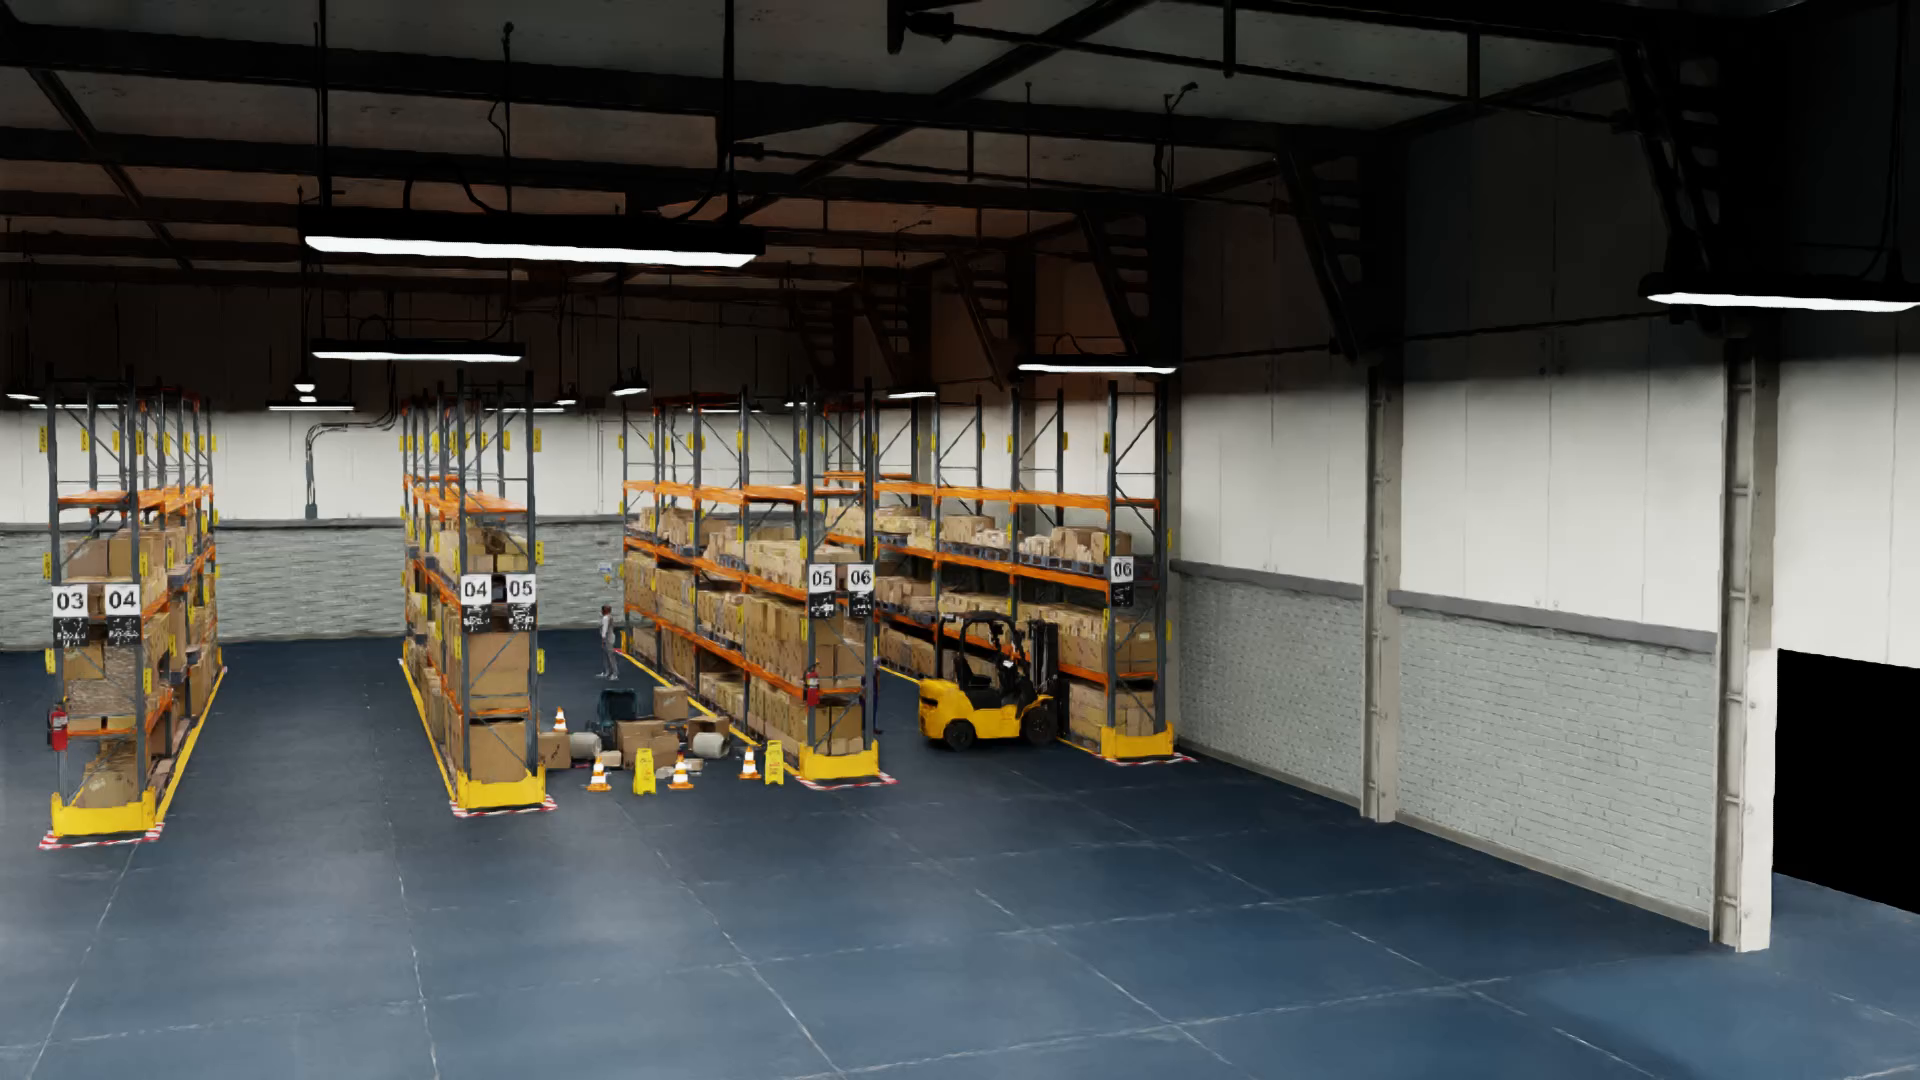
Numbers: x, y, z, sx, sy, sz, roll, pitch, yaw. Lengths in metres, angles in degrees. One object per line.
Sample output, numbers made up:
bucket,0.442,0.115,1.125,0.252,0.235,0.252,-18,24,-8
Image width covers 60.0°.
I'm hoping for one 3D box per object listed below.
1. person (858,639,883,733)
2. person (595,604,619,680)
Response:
person,-1.556,2.490,28.694,0.524,1.651,0.421,3,4,38
person,-7.473,2.159,35.162,0.538,1.545,0.540,0,3,-2
